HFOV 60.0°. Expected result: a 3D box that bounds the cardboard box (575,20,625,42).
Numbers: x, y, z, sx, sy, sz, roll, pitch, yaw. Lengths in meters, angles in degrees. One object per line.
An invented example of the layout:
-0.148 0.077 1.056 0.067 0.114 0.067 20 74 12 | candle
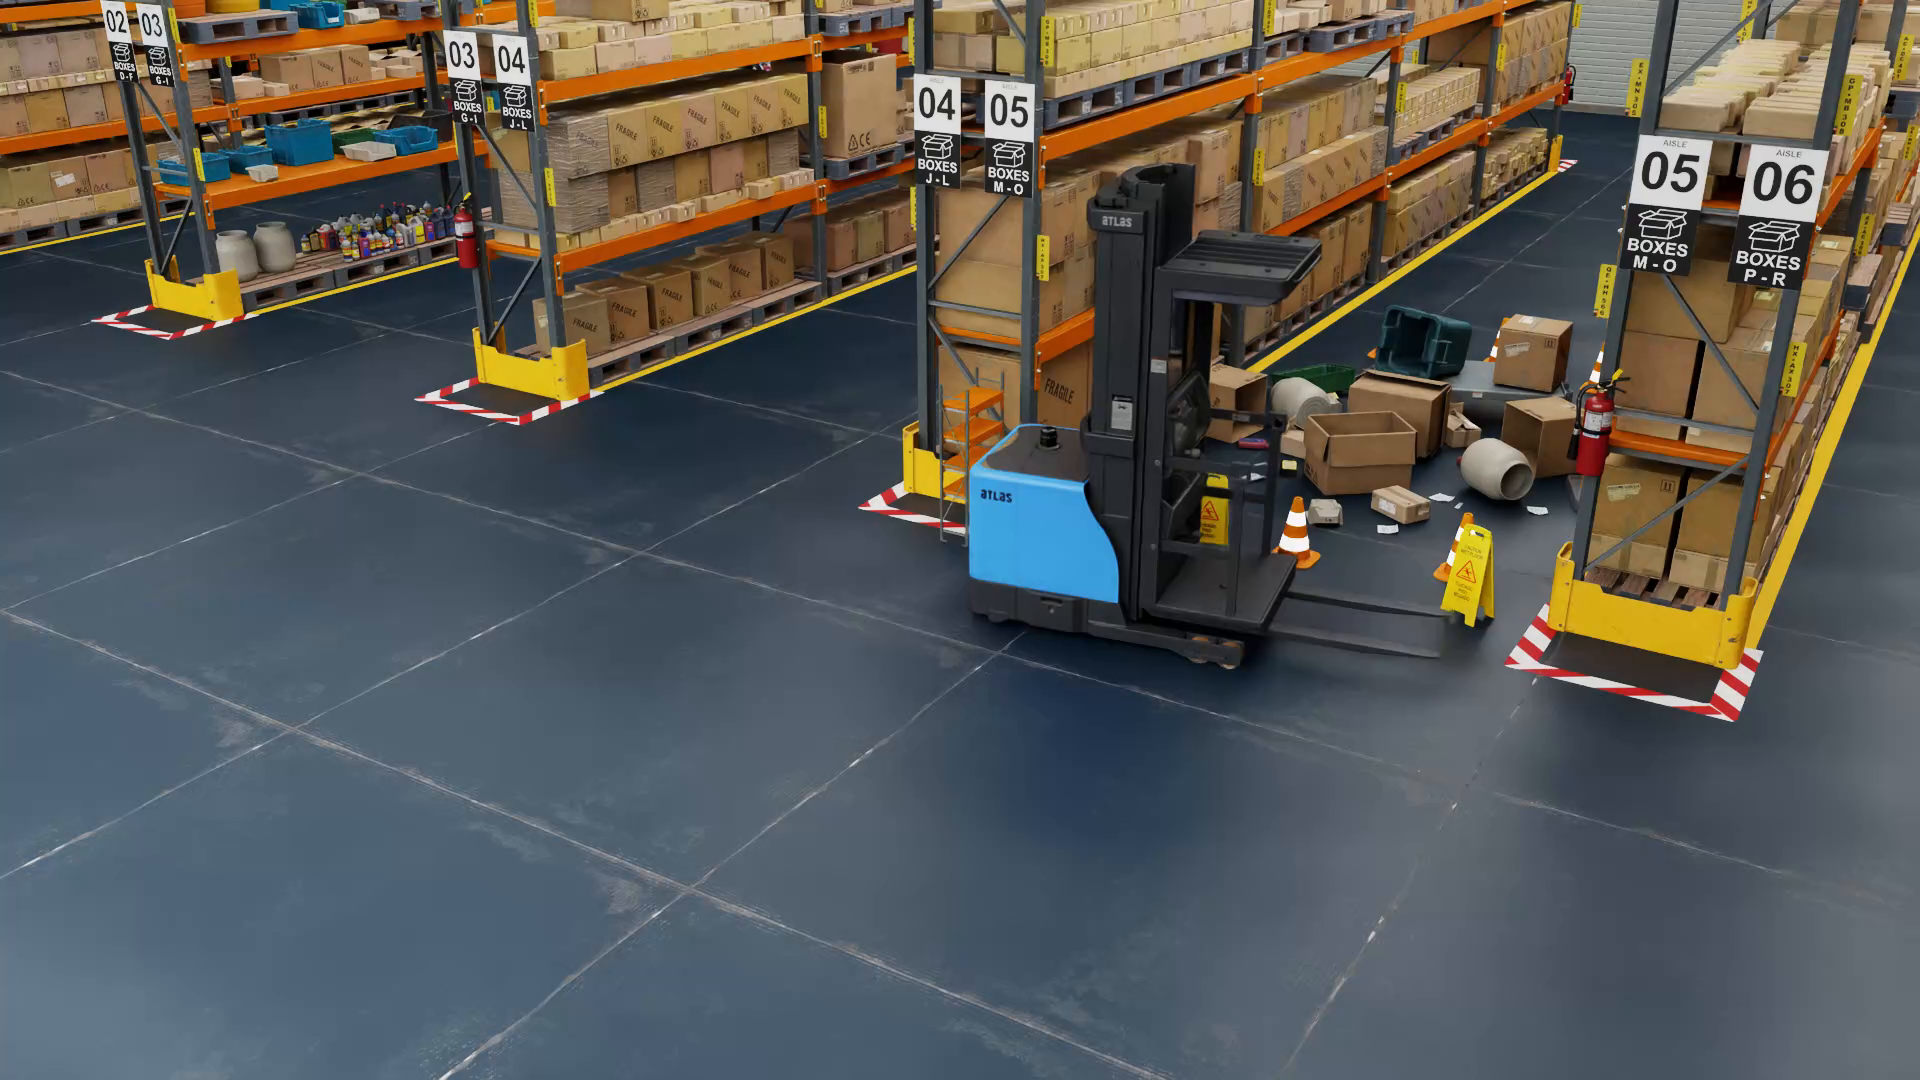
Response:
-3.238 -4.580 14.965 0.380 0.149 0.250 15 28 31 | cardboard box

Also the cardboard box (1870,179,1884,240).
7.252 -2.705 13.694 0.500 0.500 0.500 14 27 29 | cardboard box

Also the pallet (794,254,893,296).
-1.512 -3.123 19.198 1.003 0.211 1.213 14 27 29 | pallet

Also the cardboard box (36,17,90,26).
-13.948 -7.853 25.935 0.700 0.500 0.500 17 29 34 | cardboard box

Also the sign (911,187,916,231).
-0.325 -2.474 12.434 0.100 0.325 0.005 14 27 29 | sign

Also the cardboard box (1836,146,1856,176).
5.516 -2.455 10.685 0.380 0.149 0.250 14 27 30 | cardboard box

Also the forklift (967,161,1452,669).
1.614 -0.778 10.358 3.031 2.935 1.130 9 25 20 | forklift

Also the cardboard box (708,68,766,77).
-2.375 -4.682 17.531 0.500 0.500 0.500 14 27 29 | cardboard box

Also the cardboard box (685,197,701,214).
-2.786 -3.318 16.456 0.380 0.149 0.250 14 27 29 | cardboard box

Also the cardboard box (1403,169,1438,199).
5.457 -4.323 20.135 0.500 0.250 0.500 14 27 29 | cardboard box

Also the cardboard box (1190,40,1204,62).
1.783 -4.033 13.677 0.380 0.149 0.250 14 27 30 | cardboard box

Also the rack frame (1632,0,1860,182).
4.387 -3.466 8.929 1.000 3.000 0.127 14 27 29 | rack frame

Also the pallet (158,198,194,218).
-10.791 -4.677 22.789 1.003 0.211 1.213 14 27 29 | pallet

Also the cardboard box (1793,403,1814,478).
5.878 -0.737 12.166 0.500 0.500 0.500 15 28 32 | cardboard box

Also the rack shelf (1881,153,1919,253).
9.662 -3.758 18.060 1.077 0.370 4.000 14 27 29 | rack shelf

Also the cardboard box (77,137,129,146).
-11.374 -5.063 22.159 0.500 0.500 0.500 14 27 29 | cardboard box

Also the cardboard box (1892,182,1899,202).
9.079 -3.456 16.647 0.500 0.250 0.500 13 27 28 | cardboard box

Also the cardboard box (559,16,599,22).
-3.514 -4.765 15.392 0.380 0.149 0.250 14 27 30 | cardboard box

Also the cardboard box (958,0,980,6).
-0.105 -6.415 19.706 0.500 0.250 0.500 14 27 29 | cardboard box

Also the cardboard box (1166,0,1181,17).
1.516 -4.229 13.125 0.380 0.149 0.250 14 27 30 | cardboard box

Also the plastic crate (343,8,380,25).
-6.633 -5.806 18.443 0.243 0.136 0.396 14 27 29 | plastic crate

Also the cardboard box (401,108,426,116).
-8.293 -6.527 25.777 0.500 0.311 0.500 15 27 30 | cardboard box

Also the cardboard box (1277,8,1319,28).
3.199 -4.984 15.874 0.380 0.149 0.250 14 27 29 | cardboard box

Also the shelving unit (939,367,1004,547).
0.087 -0.606 12.141 0.258 1.200 0.503 14 27 29 | shelving unit

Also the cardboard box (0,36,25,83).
-11.888 -5.859 20.250 0.700 0.500 0.500 13 27 28 | cardboard box

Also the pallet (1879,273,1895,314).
9.732 -2.793 18.437 1.003 0.211 1.213 14 27 29 | pallet

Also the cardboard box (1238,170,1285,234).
2.745 -3.233 15.816 0.500 0.500 0.500 14 27 30 | cardboard box

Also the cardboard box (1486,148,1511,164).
7.425 -5.334 23.107 0.380 0.149 0.250 15 27 30 | cardboard box

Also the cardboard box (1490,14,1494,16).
7.027 -6.968 22.811 0.500 0.500 0.500 15 27 30 | cardboard box

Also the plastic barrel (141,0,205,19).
-8.091 -5.784 16.991 0.600 0.830 0.708 14 27 29 | plastic barrel

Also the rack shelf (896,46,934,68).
-0.855 -8.222 28.373 1.077 0.370 4.000 14 27 29 | rack shelf

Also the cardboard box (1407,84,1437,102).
5.449 -5.326 19.815 0.380 0.149 0.250 15 27 31 | cardboard box

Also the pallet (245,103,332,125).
-11.956 -7.574 29.480 1.003 0.211 1.213 14 27 29 | pallet

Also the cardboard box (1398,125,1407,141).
4.898 -4.693 19.102 0.380 0.149 0.250 15 28 31 | cardboard box

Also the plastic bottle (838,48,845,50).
-1.843 -7.620 26.232 0.152 0.276 0.135 14 27 29 | plastic bottle

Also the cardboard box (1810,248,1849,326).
6.208 -1.868 12.289 0.500 0.500 0.500 15 28 31 | cardboard box

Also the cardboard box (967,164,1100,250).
0.569 -2.602 12.938 0.875 0.550 0.550 14 27 29 | cardboard box

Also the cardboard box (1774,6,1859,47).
6.695 -4.015 13.004 0.500 0.250 0.500 15 27 30 | cardboard box

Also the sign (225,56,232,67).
-9.864 -6.535 22.379 0.100 0.325 0.005 14 27 29 | sign

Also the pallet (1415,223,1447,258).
5.406 -3.810 20.785 1.003 0.211 1.213 14 27 29 | pallet

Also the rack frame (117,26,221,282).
-8.240 -3.827 17.315 1.000 3.000 0.127 14 27 29 | rack frame

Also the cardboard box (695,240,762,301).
-2.462 -2.864 17.707 0.500 0.500 0.500 -18 29 -36 | cardboard box

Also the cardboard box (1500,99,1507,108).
7.203 -5.972 22.586 0.380 0.149 0.250 13 26 27 | cardboard box

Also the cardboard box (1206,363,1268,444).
2.292 -1.181 14.346 0.500 0.500 0.500 20 30 38 | cardboard box

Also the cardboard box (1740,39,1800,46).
6.054 -3.652 12.447 0.380 0.149 0.250 13 27 28 | cardboard box

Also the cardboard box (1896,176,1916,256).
10.458 -3.754 19.293 0.875 0.875 0.875 15 27 31 | cardboard box

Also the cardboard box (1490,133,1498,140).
7.658 -5.890 24.392 0.380 0.149 0.250 12 26 26 | cardboard box

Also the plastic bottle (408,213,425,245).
-6.496 -3.712 19.830 0.144 0.351 0.185 14 27 29 | plastic bottle

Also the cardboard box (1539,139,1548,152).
8.533 -5.899 24.786 0.380 0.149 0.250 13 27 28 | cardboard box

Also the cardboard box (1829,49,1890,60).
6.444 -3.433 11.942 0.380 0.149 0.250 13 27 28 | cardboard box

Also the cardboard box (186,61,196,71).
-10.429 -6.341 22.178 0.380 0.149 0.250 13 27 28 | cardboard box

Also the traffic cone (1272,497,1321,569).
2.396 -0.082 11.856 0.336 0.463 0.334 14 27 29 | traffic cone

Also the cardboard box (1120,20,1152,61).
1.134 -3.850 12.752 0.500 0.250 0.500 14 27 29 | cardboard box

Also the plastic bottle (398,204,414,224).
-6.786 -3.948 20.375 0.144 0.351 0.185 14 27 29 | plastic bottle

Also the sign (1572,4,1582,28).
9.029 -7.669 24.335 0.100 0.325 0.005 14 27 29 | sign

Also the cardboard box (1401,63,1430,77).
5.860 -6.080 21.557 0.380 0.149 0.250 15 28 32 | cardboard box

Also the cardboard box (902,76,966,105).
-0.272 -5.328 20.128 0.700 0.500 0.500 19 30 37 | cardboard box
